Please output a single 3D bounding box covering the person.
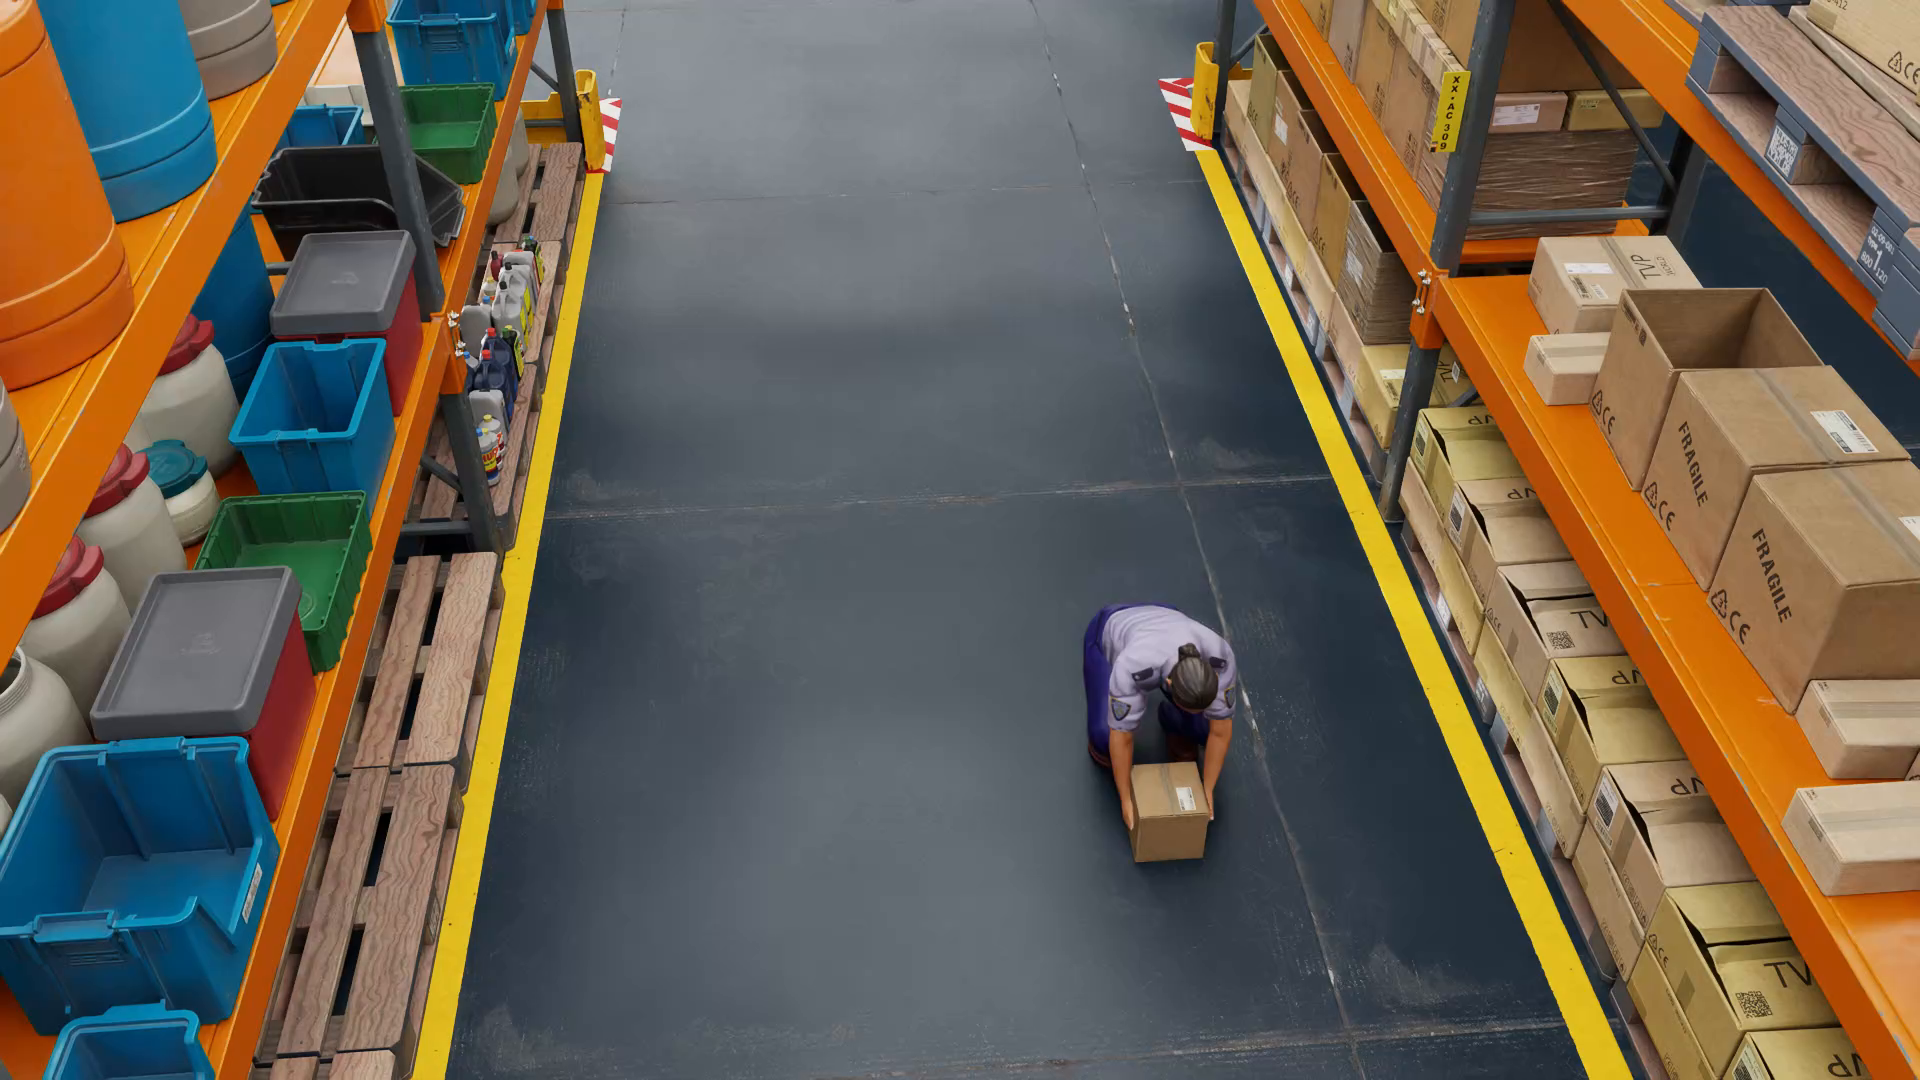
[{"bbox_3d":[0.726,0.550,6.149,0.527,0.831,0.831,-3,39,-4],"label":"person"}]
